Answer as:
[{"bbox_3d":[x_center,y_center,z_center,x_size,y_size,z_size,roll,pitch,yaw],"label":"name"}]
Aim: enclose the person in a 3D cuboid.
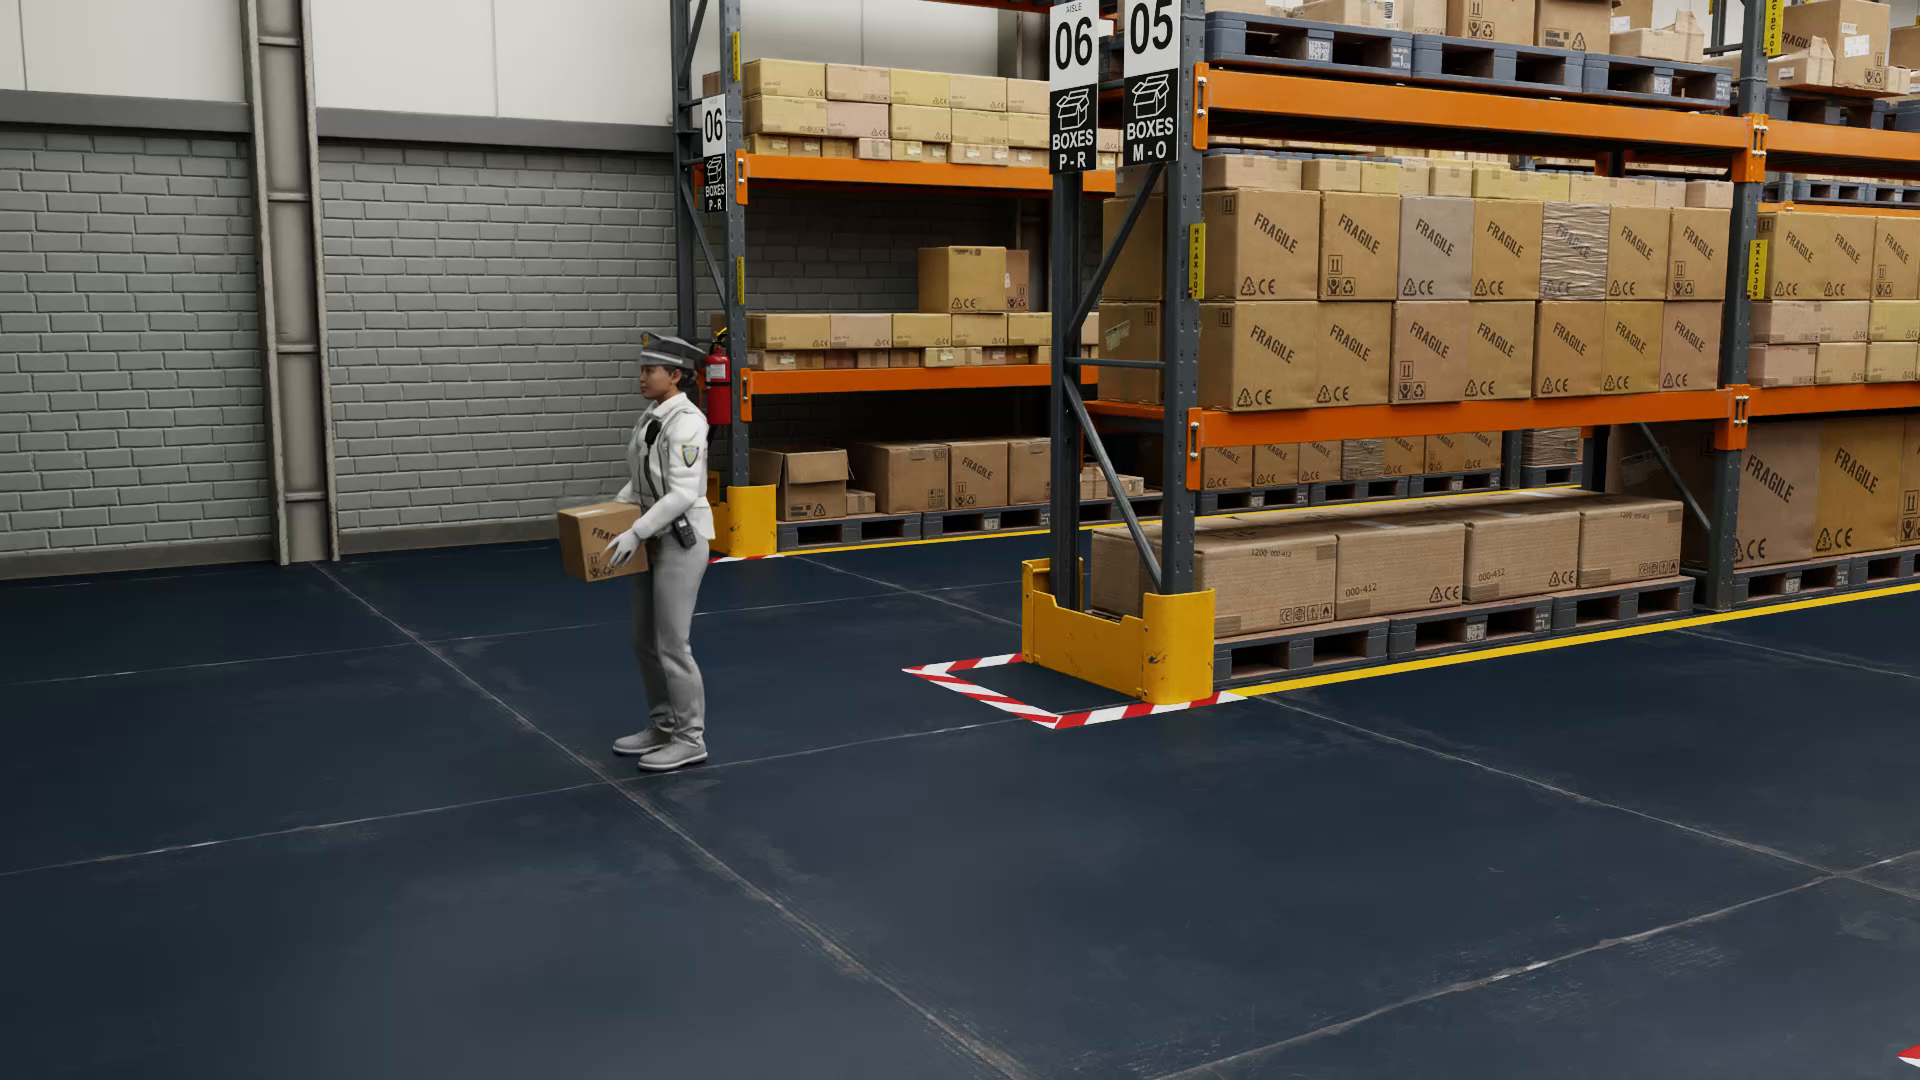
[{"bbox_3d":[-1.199,0.036,6.479,0.464,1.690,0.494,-5,10,-31],"label":"person"}]
